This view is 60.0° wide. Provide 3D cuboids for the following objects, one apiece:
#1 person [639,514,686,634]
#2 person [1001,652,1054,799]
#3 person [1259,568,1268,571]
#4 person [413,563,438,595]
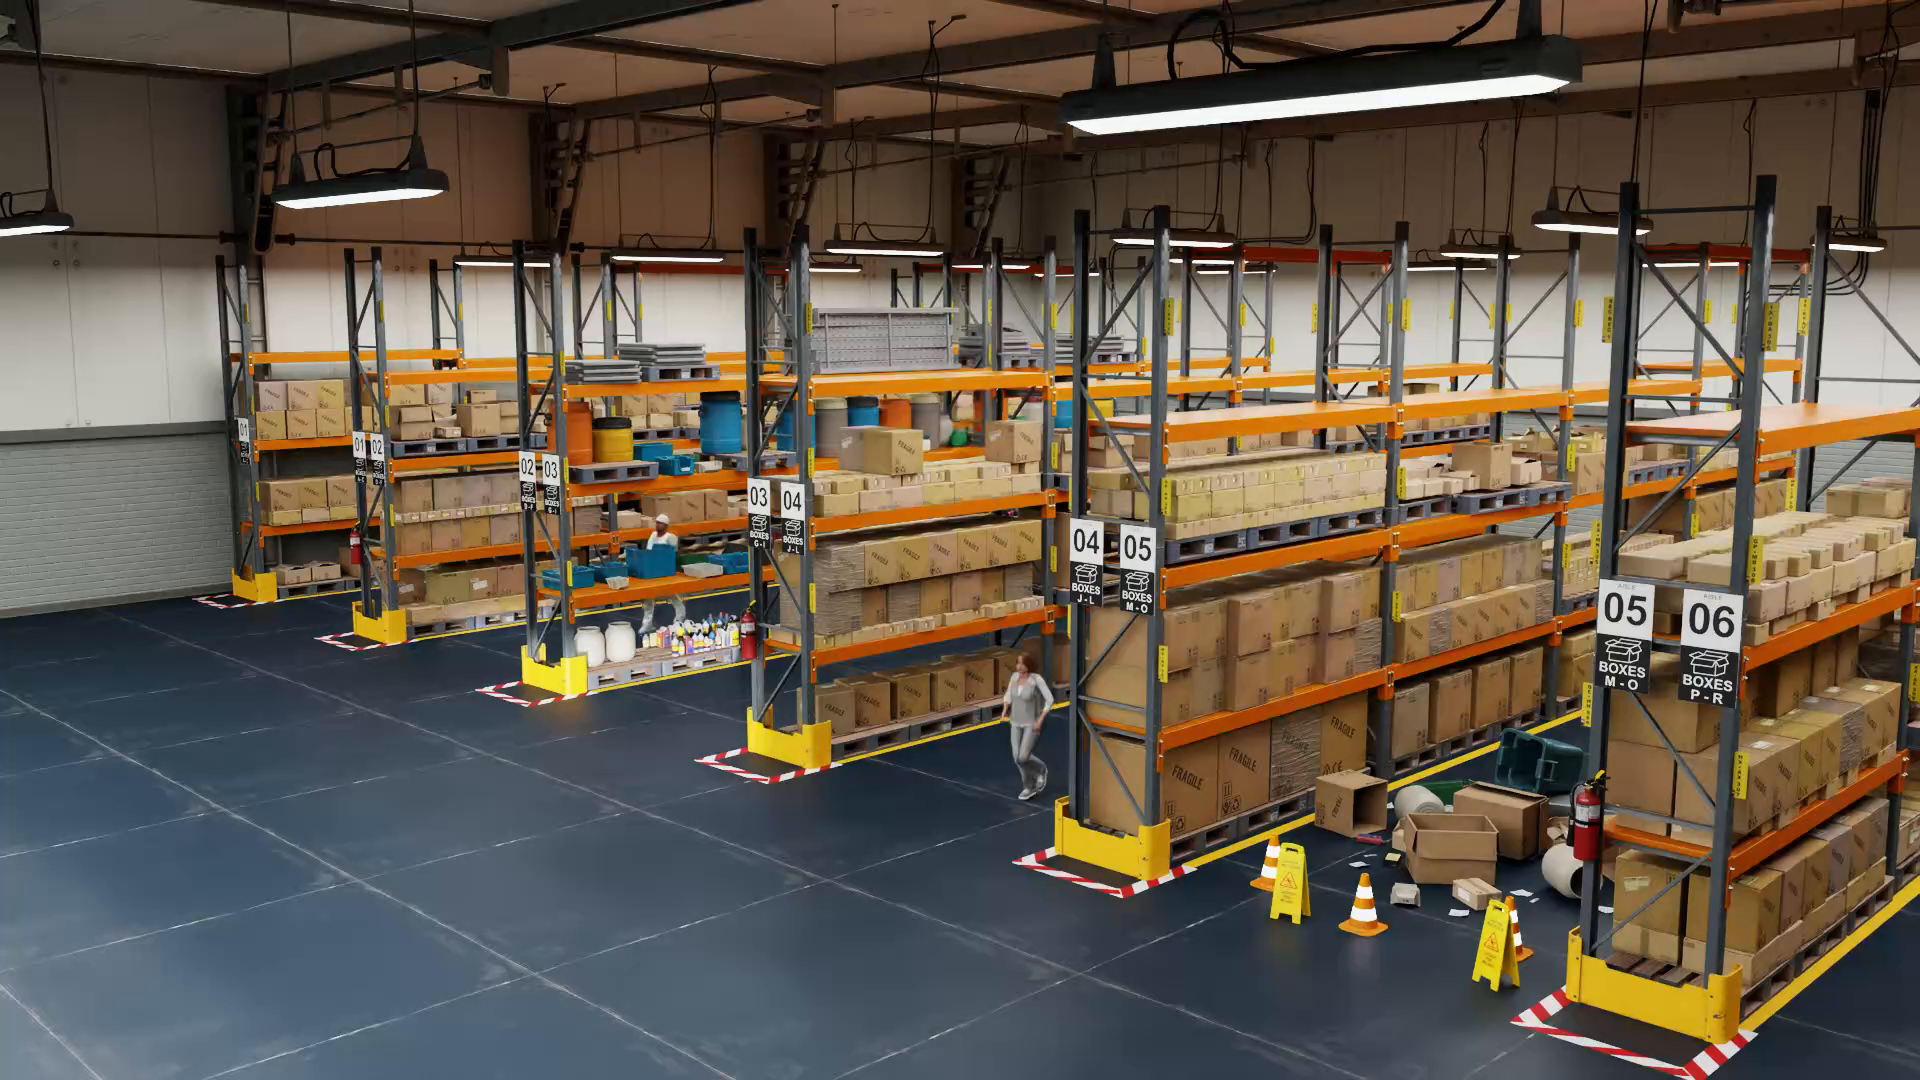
[{"bbox_3d":[-4.642,0.507,25.794,0.671,1.815,0.870,5,9,31],"label":"person"},{"bbox_3d":[0.673,1.944,17.403,0.543,1.563,0.530,6,10,35],"label":"person"},{"bbox_3d":[4.022,1.112,22.347,1.033,1.762,0.728,-8,11,-44],"label":"person"},{"bbox_3d":[-9.093,0.363,28.363,0.607,1.602,0.551,5,9,30],"label":"person"}]
